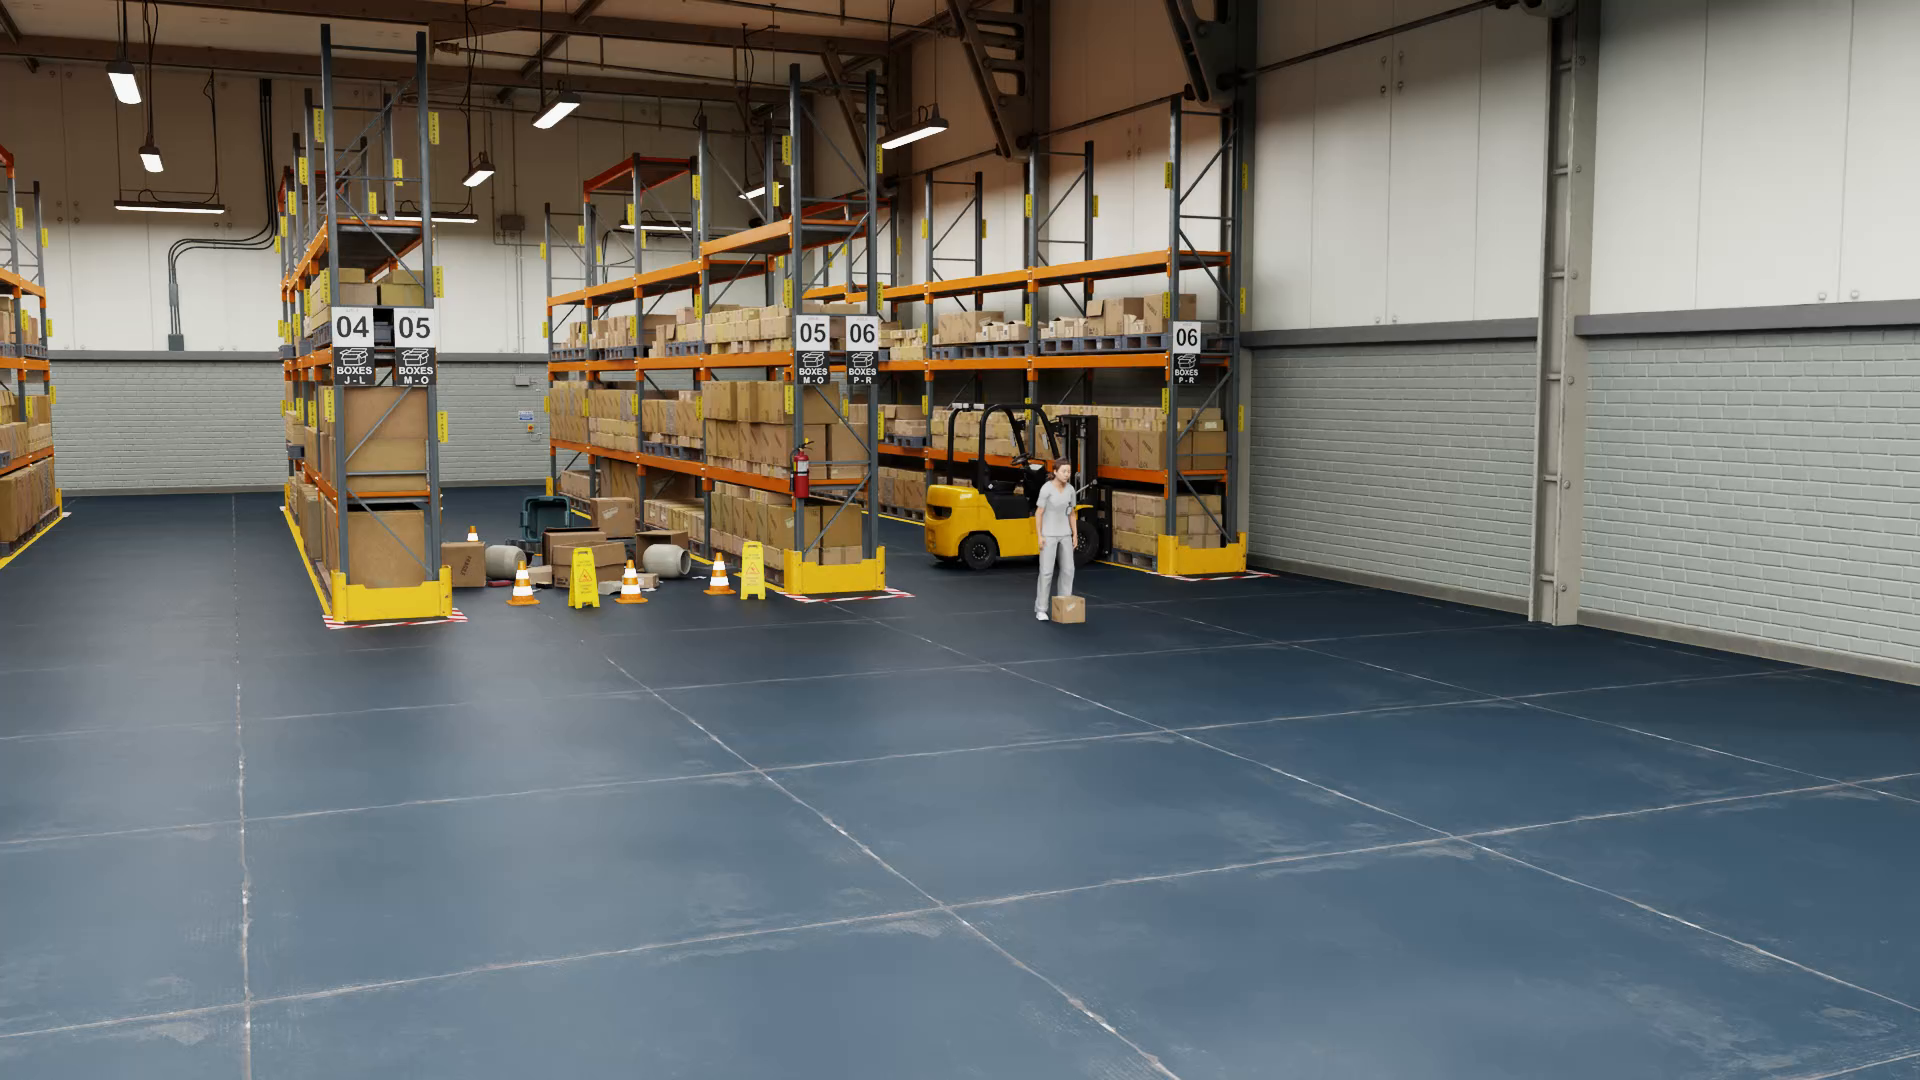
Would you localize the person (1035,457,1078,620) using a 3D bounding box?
[{"bbox_3d":[1.011,-0.011,17.150,0.504,1.660,0.416,-3,6,-27],"label":"person"}]
